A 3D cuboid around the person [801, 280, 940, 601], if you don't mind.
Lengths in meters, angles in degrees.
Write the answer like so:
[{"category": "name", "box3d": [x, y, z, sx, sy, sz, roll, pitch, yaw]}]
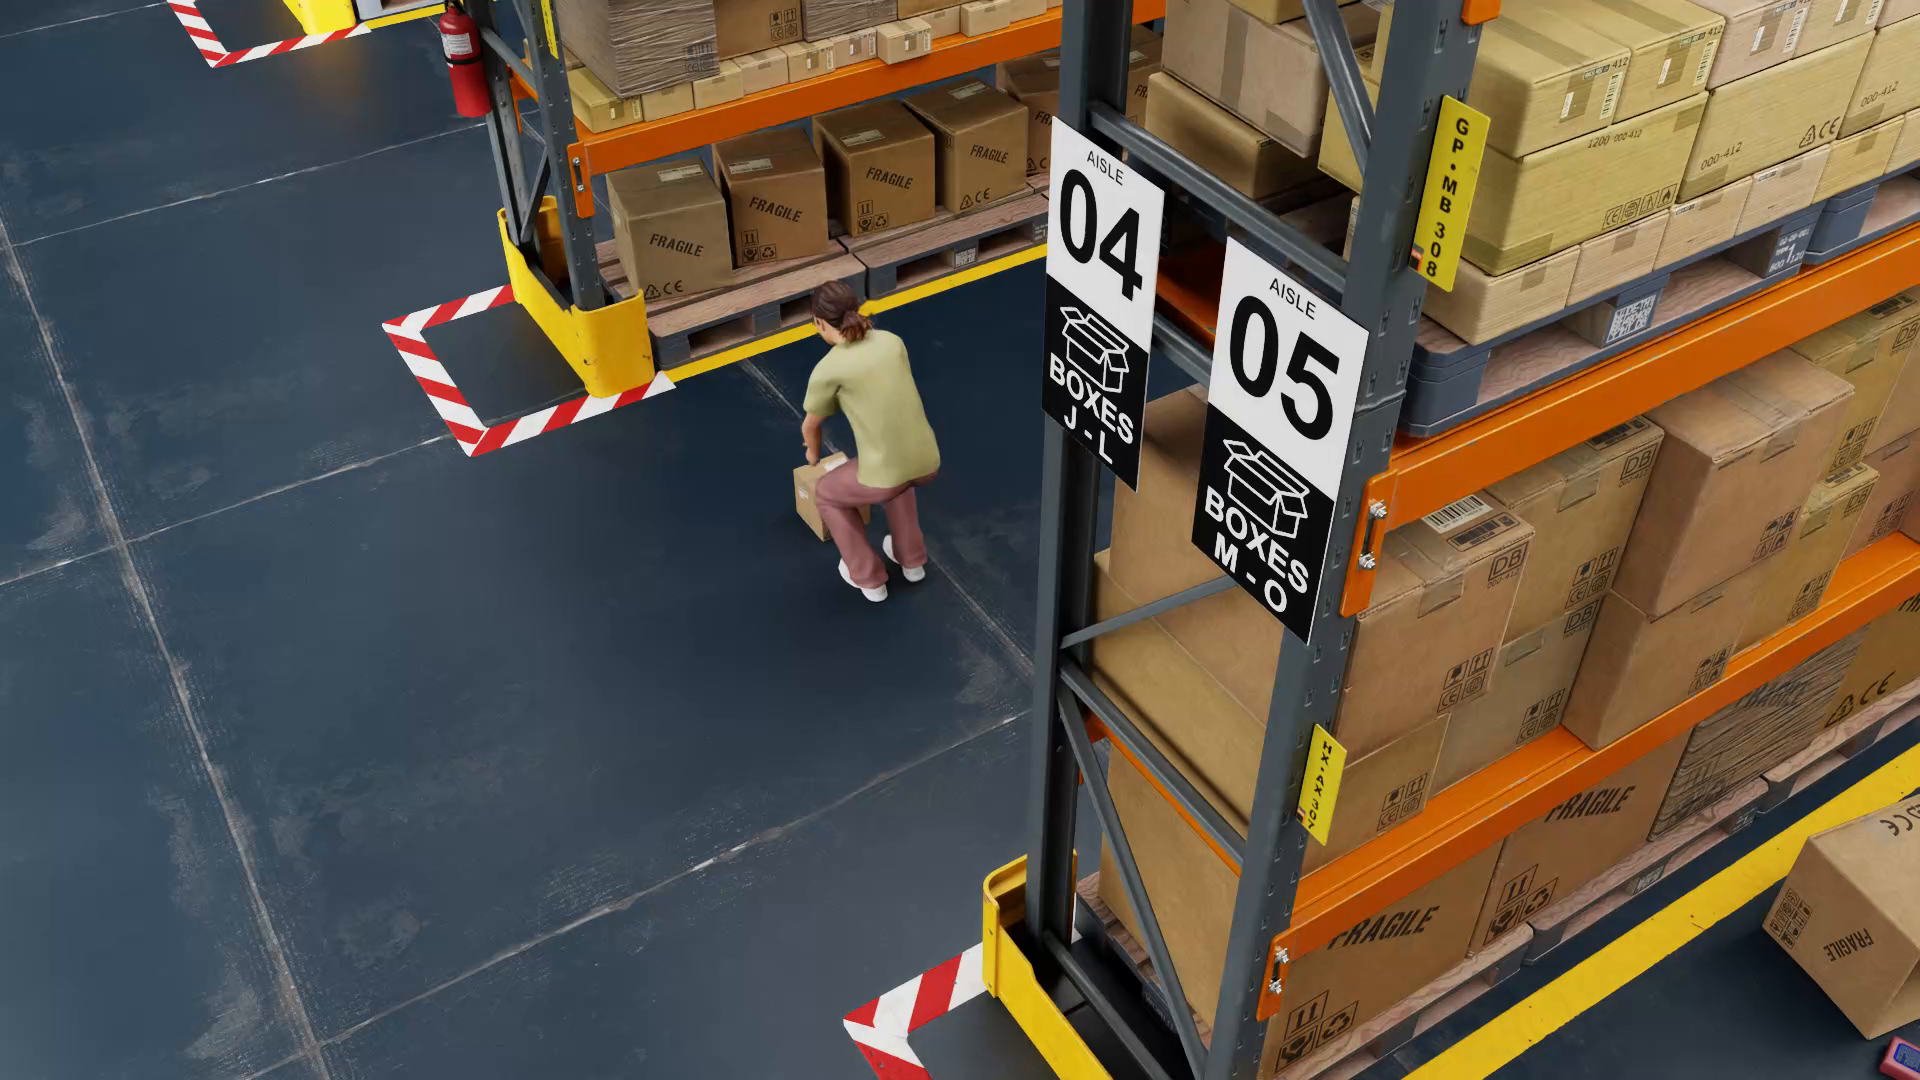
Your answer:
[{"category": "person", "box3d": [-0.381, -0.374, 6.834, 0.510, 1.362, 0.651, -22, 46, -24]}]
